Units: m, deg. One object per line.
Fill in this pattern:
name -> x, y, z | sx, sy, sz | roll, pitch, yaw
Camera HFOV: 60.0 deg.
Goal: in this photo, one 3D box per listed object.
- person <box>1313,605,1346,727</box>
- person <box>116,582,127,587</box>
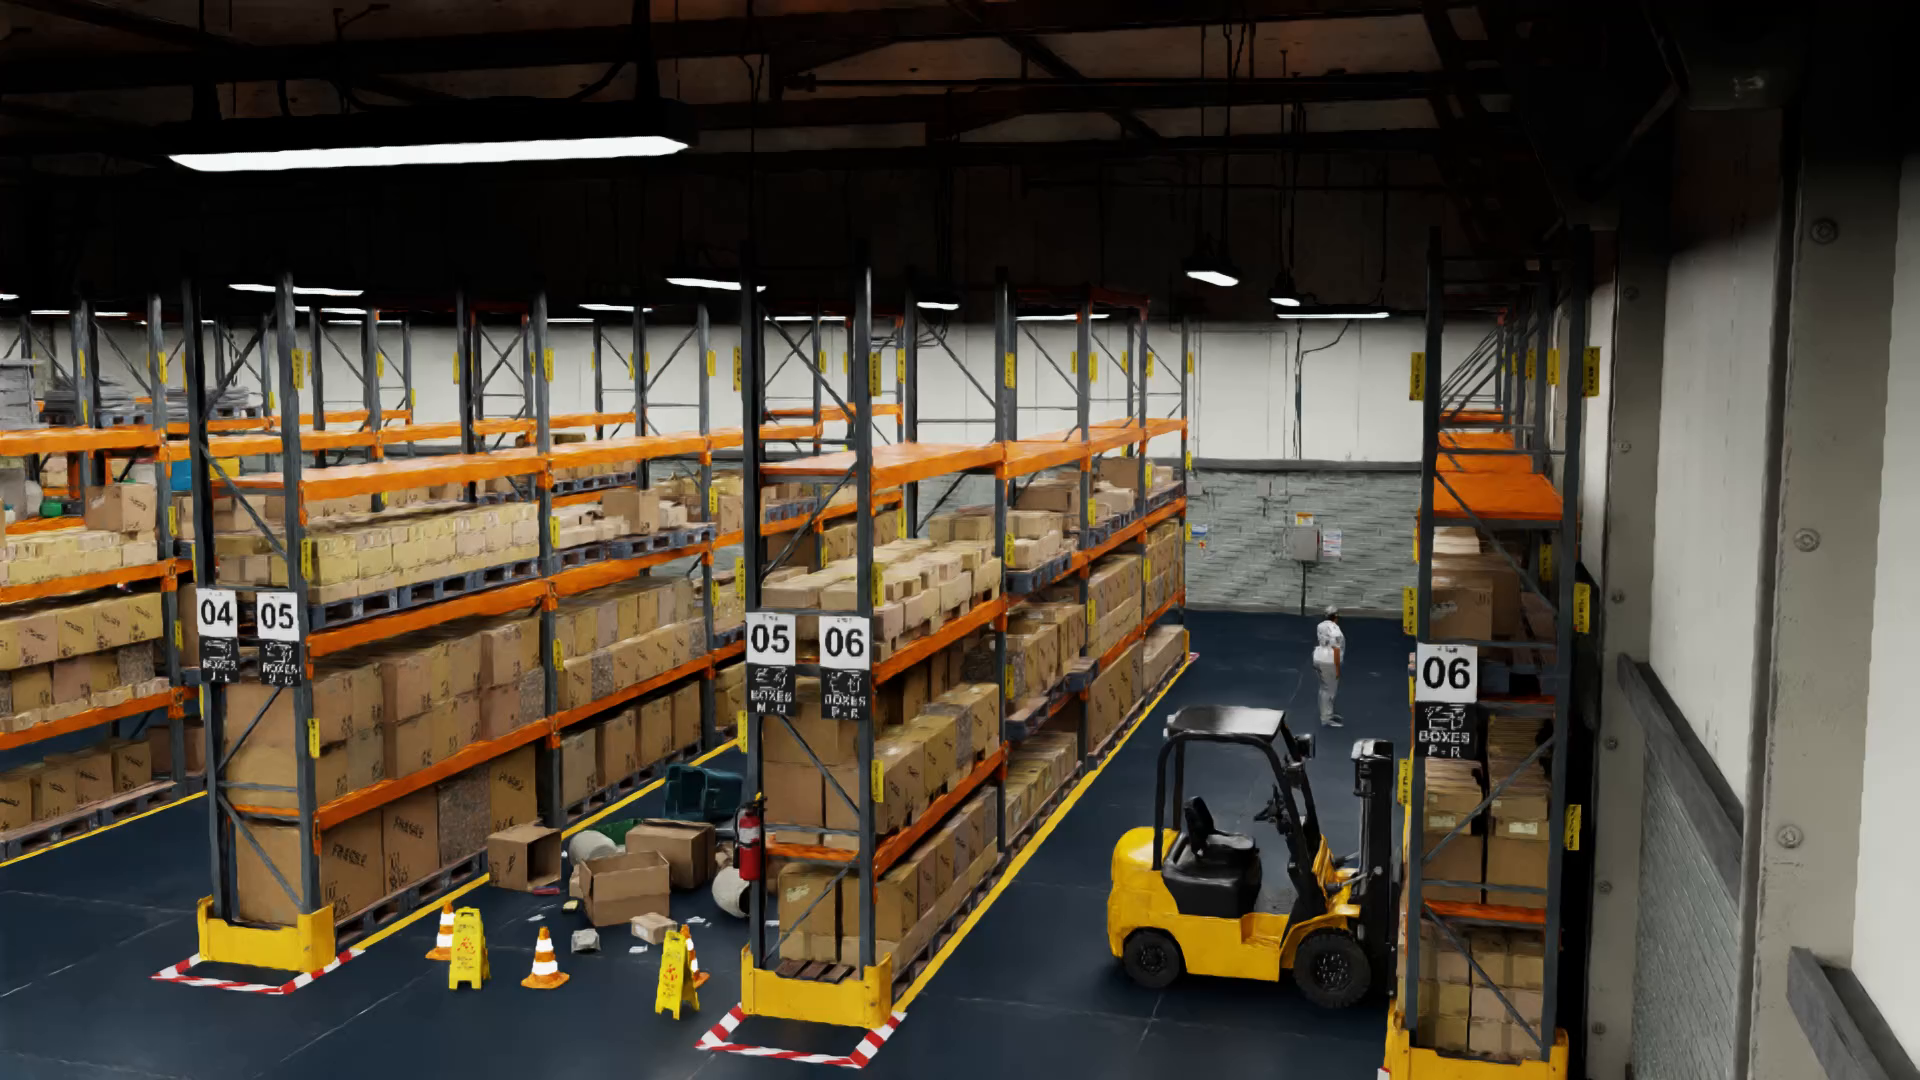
person -> 5.177, 1.736, 23.217 | 0.447, 1.671, 0.533 | -2, 7, -14
person -> -13.804, 1.227, 27.620 | 0.577, 1.691, 1.121 | 2, 7, 19
